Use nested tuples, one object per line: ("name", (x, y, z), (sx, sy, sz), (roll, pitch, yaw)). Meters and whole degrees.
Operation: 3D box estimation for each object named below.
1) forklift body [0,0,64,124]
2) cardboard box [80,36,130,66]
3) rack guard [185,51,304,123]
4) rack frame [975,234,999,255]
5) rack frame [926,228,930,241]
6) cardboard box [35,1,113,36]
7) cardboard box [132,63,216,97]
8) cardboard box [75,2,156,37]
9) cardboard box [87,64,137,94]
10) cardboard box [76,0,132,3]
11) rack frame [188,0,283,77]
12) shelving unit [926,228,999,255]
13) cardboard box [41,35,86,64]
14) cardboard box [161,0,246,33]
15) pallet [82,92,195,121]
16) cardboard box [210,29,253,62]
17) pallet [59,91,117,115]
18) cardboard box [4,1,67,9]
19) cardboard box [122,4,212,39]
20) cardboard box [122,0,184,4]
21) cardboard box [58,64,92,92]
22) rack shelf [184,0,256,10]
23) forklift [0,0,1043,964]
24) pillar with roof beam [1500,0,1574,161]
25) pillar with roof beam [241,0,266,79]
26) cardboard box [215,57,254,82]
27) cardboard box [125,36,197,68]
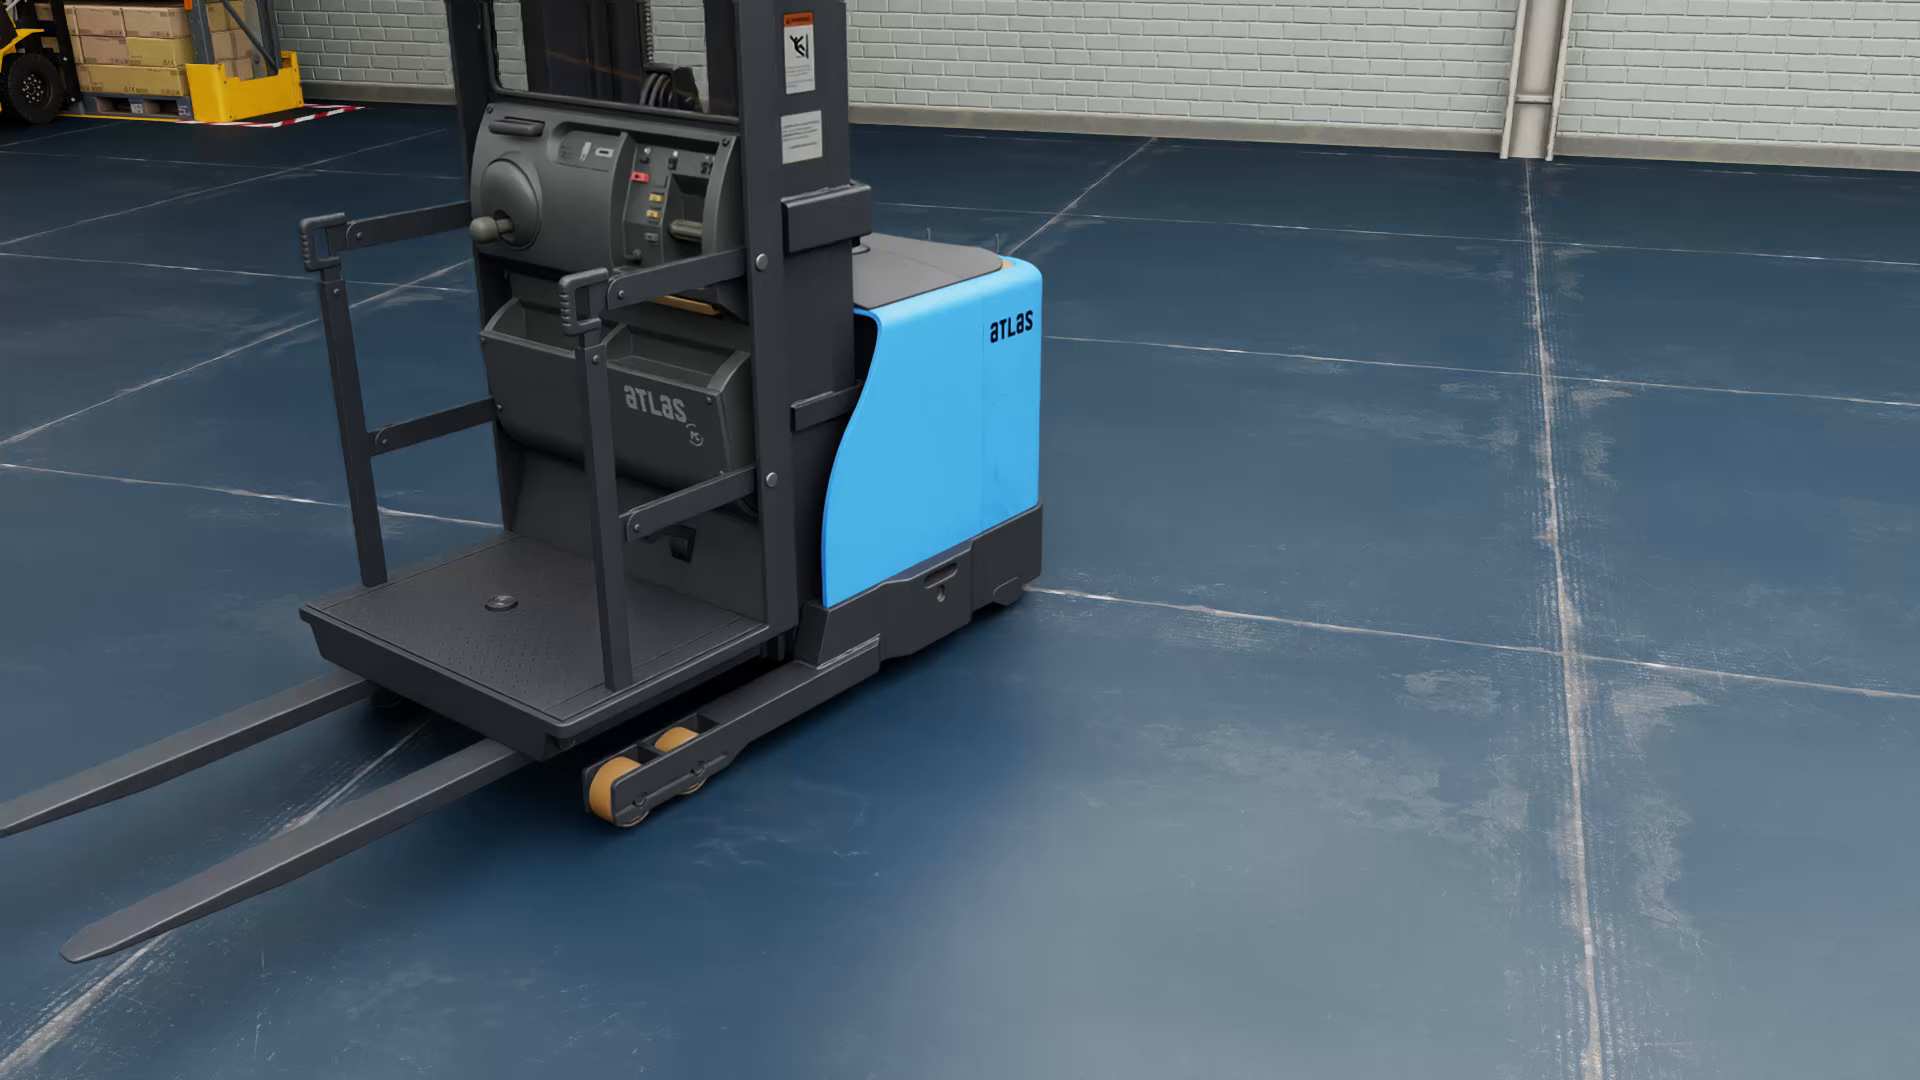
("forklift body", (-8.934, -4.497, 13.898), (1.214, 2.155, 2.313), (7, 23, 16))
("cardboard box", (-7.625, -4.497, 15.190), (0.500, 0.250, 0.500), (6, 23, 15))
("rack guard", (-6.569, -4.185, 15.314), (0.348, 0.500, 1.175), (7, 23, 16))
("rack frame", (0.088, -0.482, 5.561), (0.008, 1.050, 0.200), (8, 24, 19))
("rack frame", (-0.140, -0.515, 5.642), (0.008, 1.050, 0.200), (8, 24, 19))
("cardboard box", (-8.099, -4.772, 15.203), (0.500, 0.250, 0.500), (7, 23, 16))
("cardboard box", (-7.133, -4.203, 15.134), (0.500, 0.250, 0.500), (7, 23, 16))
("cardboard box", (-7.613, -4.720, 15.077), (0.500, 0.250, 0.500), (7, 23, 16))
("cardboard box", (-7.606, -4.261, 15.276), (0.500, 0.250, 0.500), (7, 23, 15))
("cardboard box", (-7.952, -4.963, 15.668), (0.500, 0.250, 0.500), (6, 23, 15))
("rack frame", (-6.592, -5.344, 14.847), (0.127, 3.000, 1.000), (7, 23, 16))
("shelving unit", (-0.026, -0.499, 5.602), (0.252, 1.050, 0.215), (8, 24, 19))
("cardboard box", (-8.126, -4.545, 15.310), (0.500, 0.250, 0.500), (6, 23, 14))
("cardboard box", (-6.997, -4.851, 15.395), (0.500, 0.250, 0.500), (6, 23, 15))
("pallet", (-7.336, -4.123, 15.543), (1.213, 0.211, 1.003), (7, 23, 16))
("cardboard box", (-6.982, -4.625, 15.503), (0.500, 0.250, 0.500), (7, 23, 16))
("pallet", (-8.500, -4.257, 15.871), (1.213, 0.211, 1.003), (7, 23, 15))
("cardboard box", (-8.582, -4.830, 15.345), (0.500, 0.250, 0.500), (6, 23, 14))
("cardboard box", (-7.123, -4.666, 14.946), (0.500, 0.250, 0.500), (7, 23, 17))
("cardboard box", (-7.477, -4.904, 15.525), (0.500, 0.250, 0.500), (7, 23, 16))
("cardboard box", (-8.083, -4.319, 15.417), (0.500, 0.250, 0.500), (7, 23, 16))
("rack shelf", (-8.507, -5.231, 15.518), (4.000, 0.370, 1.077), (7, 23, 16))
("forklift", (-1.041, -0.867, 4.022), (1.130, 2.935, 3.031), (16, 27, 35))
("pillar with roof beam", (3.247, -5.644, 7.672), (0.400, 9.000, 9.100), (7, 23, 16))
("pillar with roof beam", (-8.242, -6.960, 10.879), (0.400, 9.000, 9.100), (7, 23, 16))
("cardboard box", (-7.006, -4.391, 15.593), (0.500, 0.250, 0.500), (7, 23, 16))
("cardboard box", (-7.148, -4.438, 15.047), (0.500, 0.250, 0.500), (6, 23, 15))
